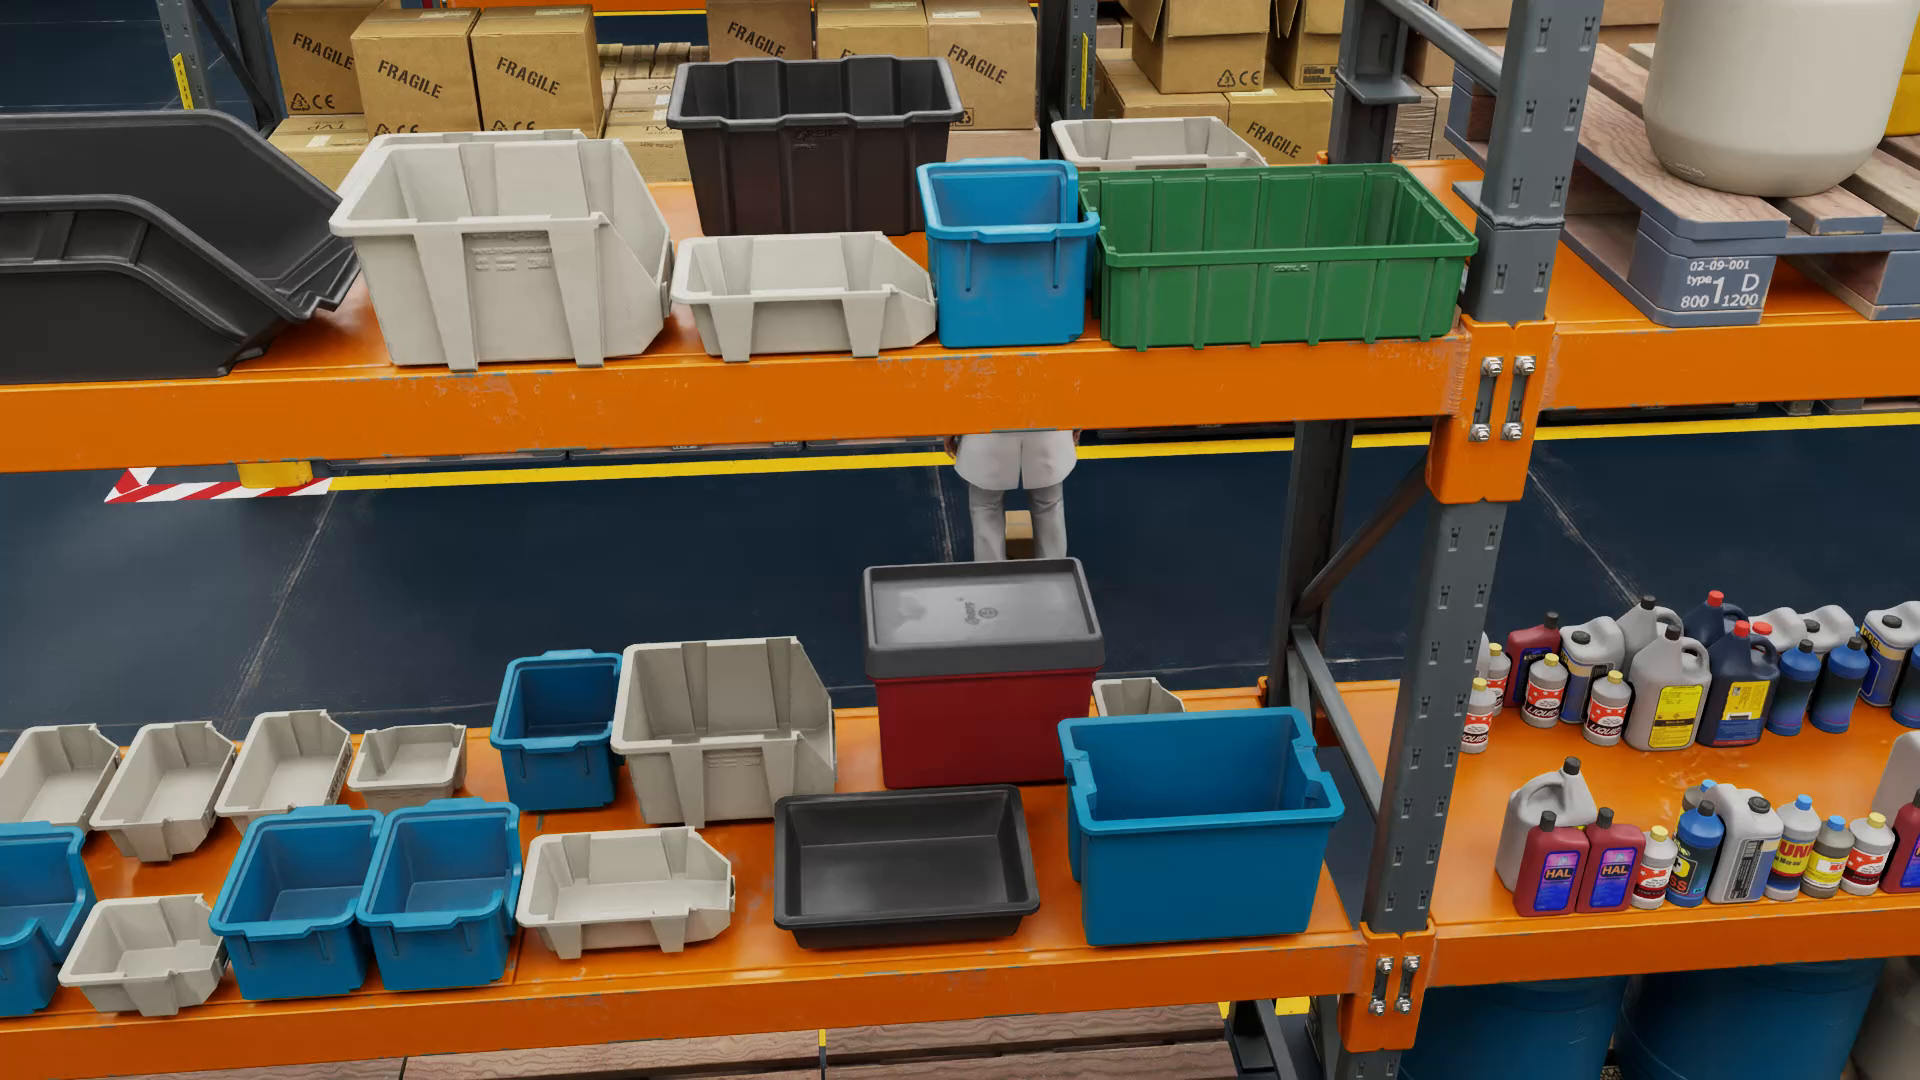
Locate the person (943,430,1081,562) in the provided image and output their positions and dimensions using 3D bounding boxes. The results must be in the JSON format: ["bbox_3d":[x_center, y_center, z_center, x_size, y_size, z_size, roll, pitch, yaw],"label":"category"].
[{"bbox_3d":[0.225,-0.490,6.974,0.647,1.772,0.429,-5,31,-8],"label":"person"}]
